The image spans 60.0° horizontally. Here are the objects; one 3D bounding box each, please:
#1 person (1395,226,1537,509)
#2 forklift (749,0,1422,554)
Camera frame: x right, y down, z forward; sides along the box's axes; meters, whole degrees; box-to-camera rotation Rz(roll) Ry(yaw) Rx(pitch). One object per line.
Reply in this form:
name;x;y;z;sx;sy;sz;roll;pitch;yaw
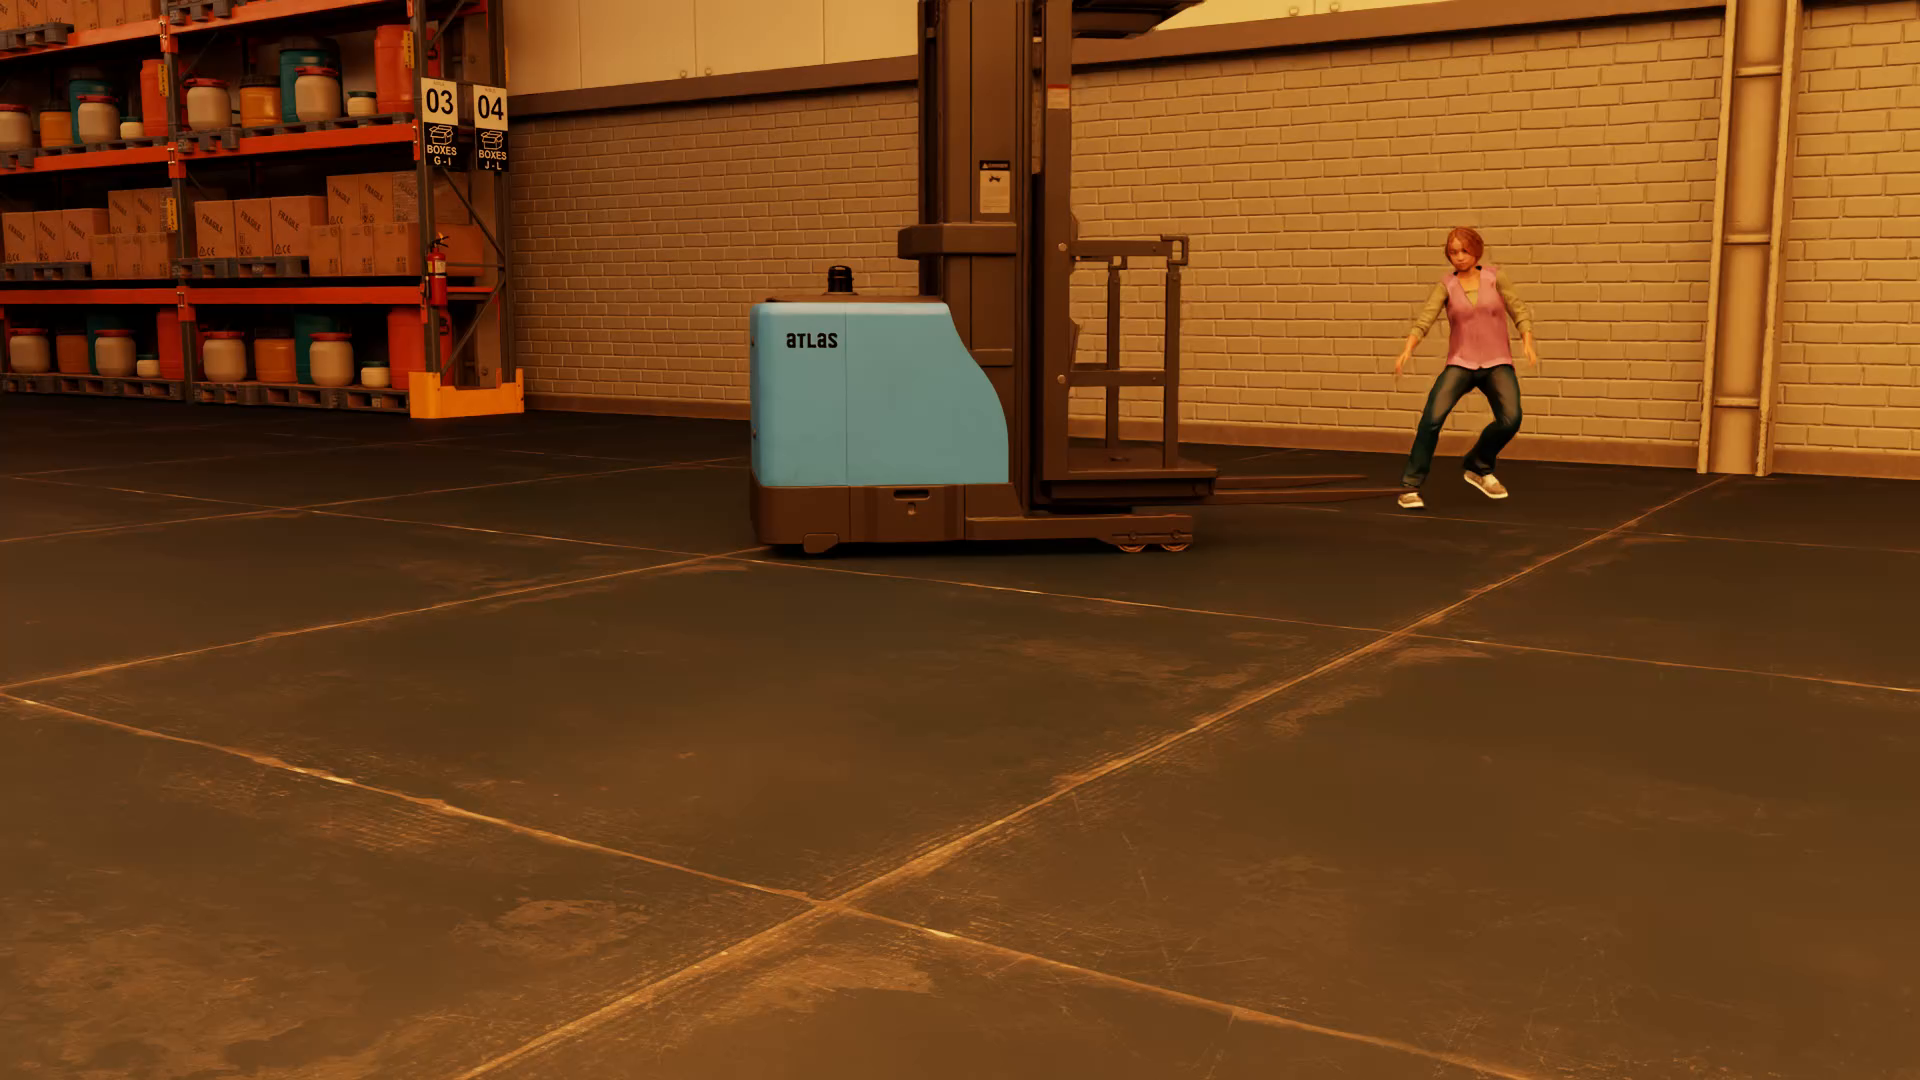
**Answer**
person;2.639;-0.896;8.694;0.705;1.455;0.511;2;8;15
forklift;0.570;-1.467;7.512;3.031;2.935;1.130;-1;8;-9
